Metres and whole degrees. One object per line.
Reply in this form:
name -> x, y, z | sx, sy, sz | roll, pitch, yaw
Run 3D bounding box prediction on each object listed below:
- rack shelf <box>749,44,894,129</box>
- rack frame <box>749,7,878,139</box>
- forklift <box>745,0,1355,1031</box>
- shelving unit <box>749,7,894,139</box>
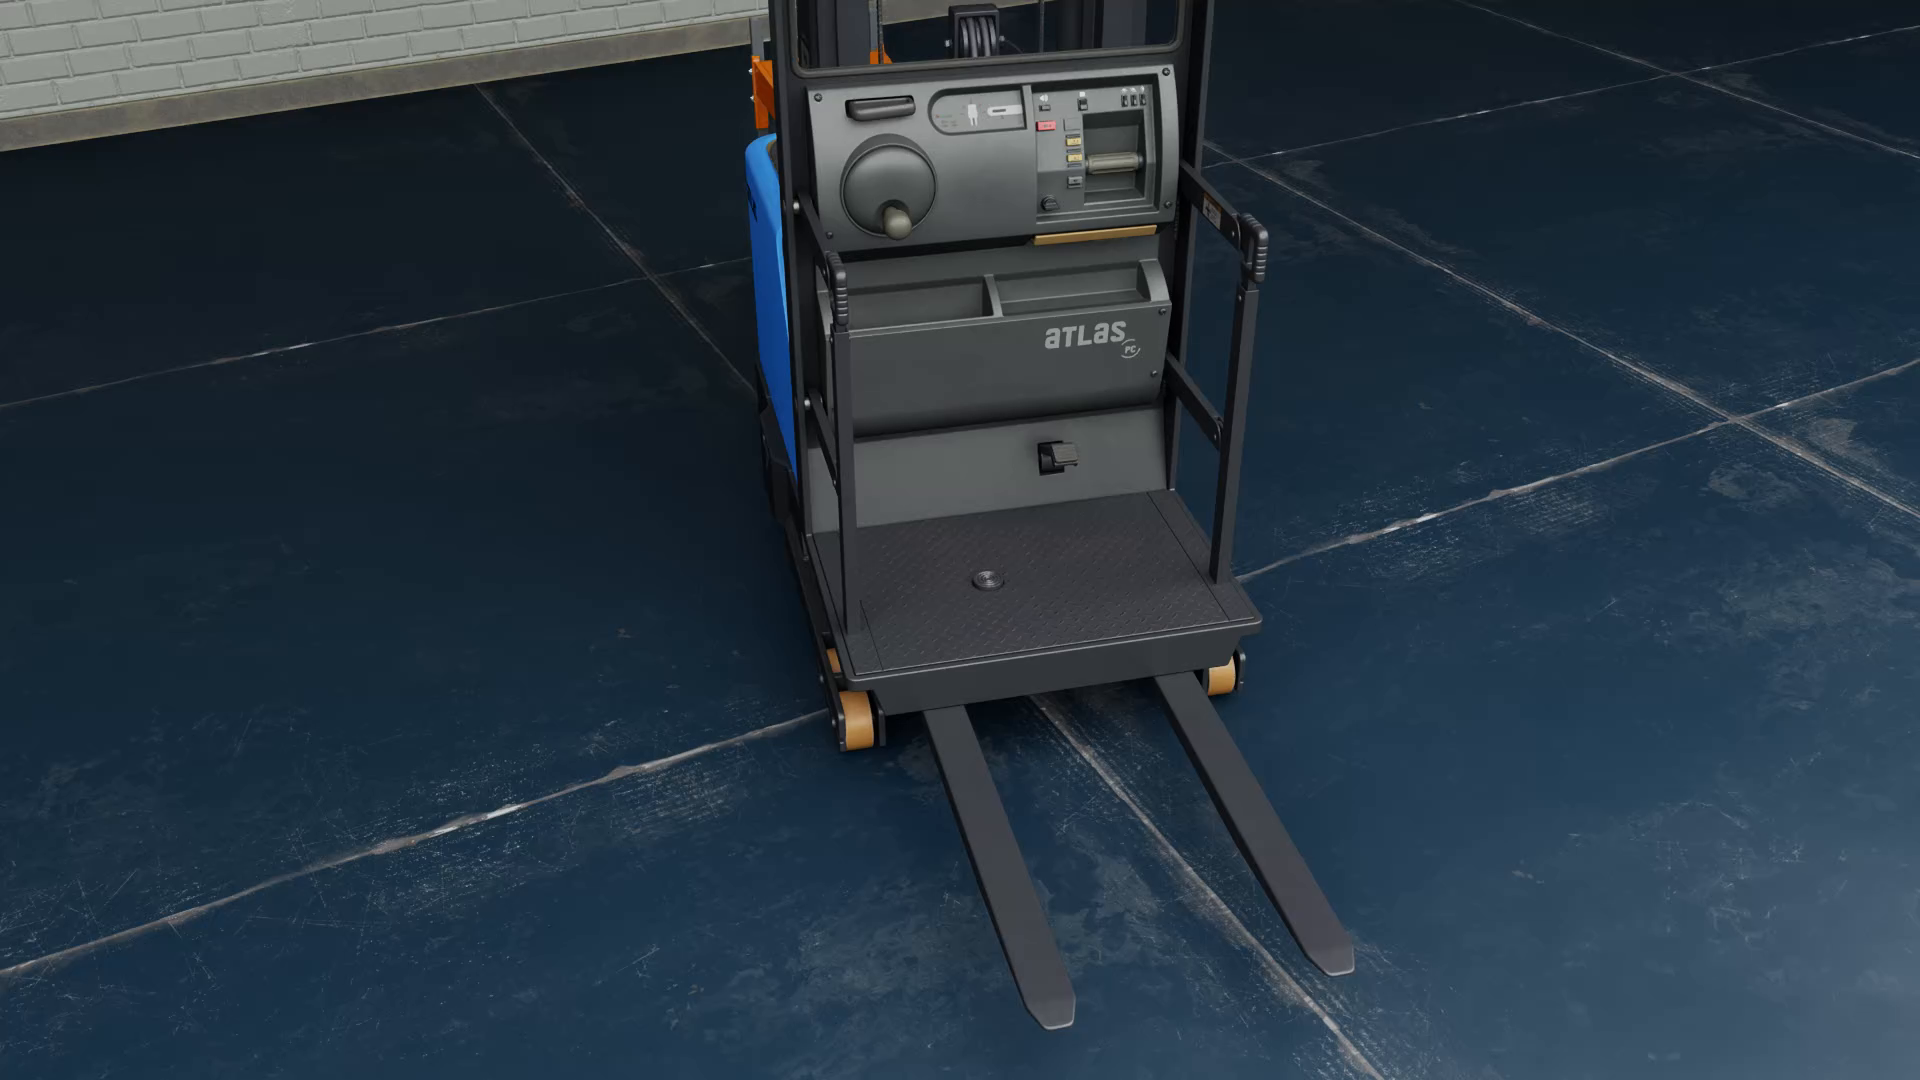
rack shelf -> -0.390, -1.491, 5.992 | 0.538, 0.278, 1.000 | -10, 34, -15
rack frame -> -0.545, -1.506, 6.558 | 0.500, 1.125, 0.032 | -10, 34, -15
forklift -> 0.145, -0.906, 3.947 | 1.130, 2.935, 3.031 | -7, 33, -11
shelving unit -> -0.390, -1.245, 6.150 | 0.538, 1.125, 1.048 | -10, 34, -15
